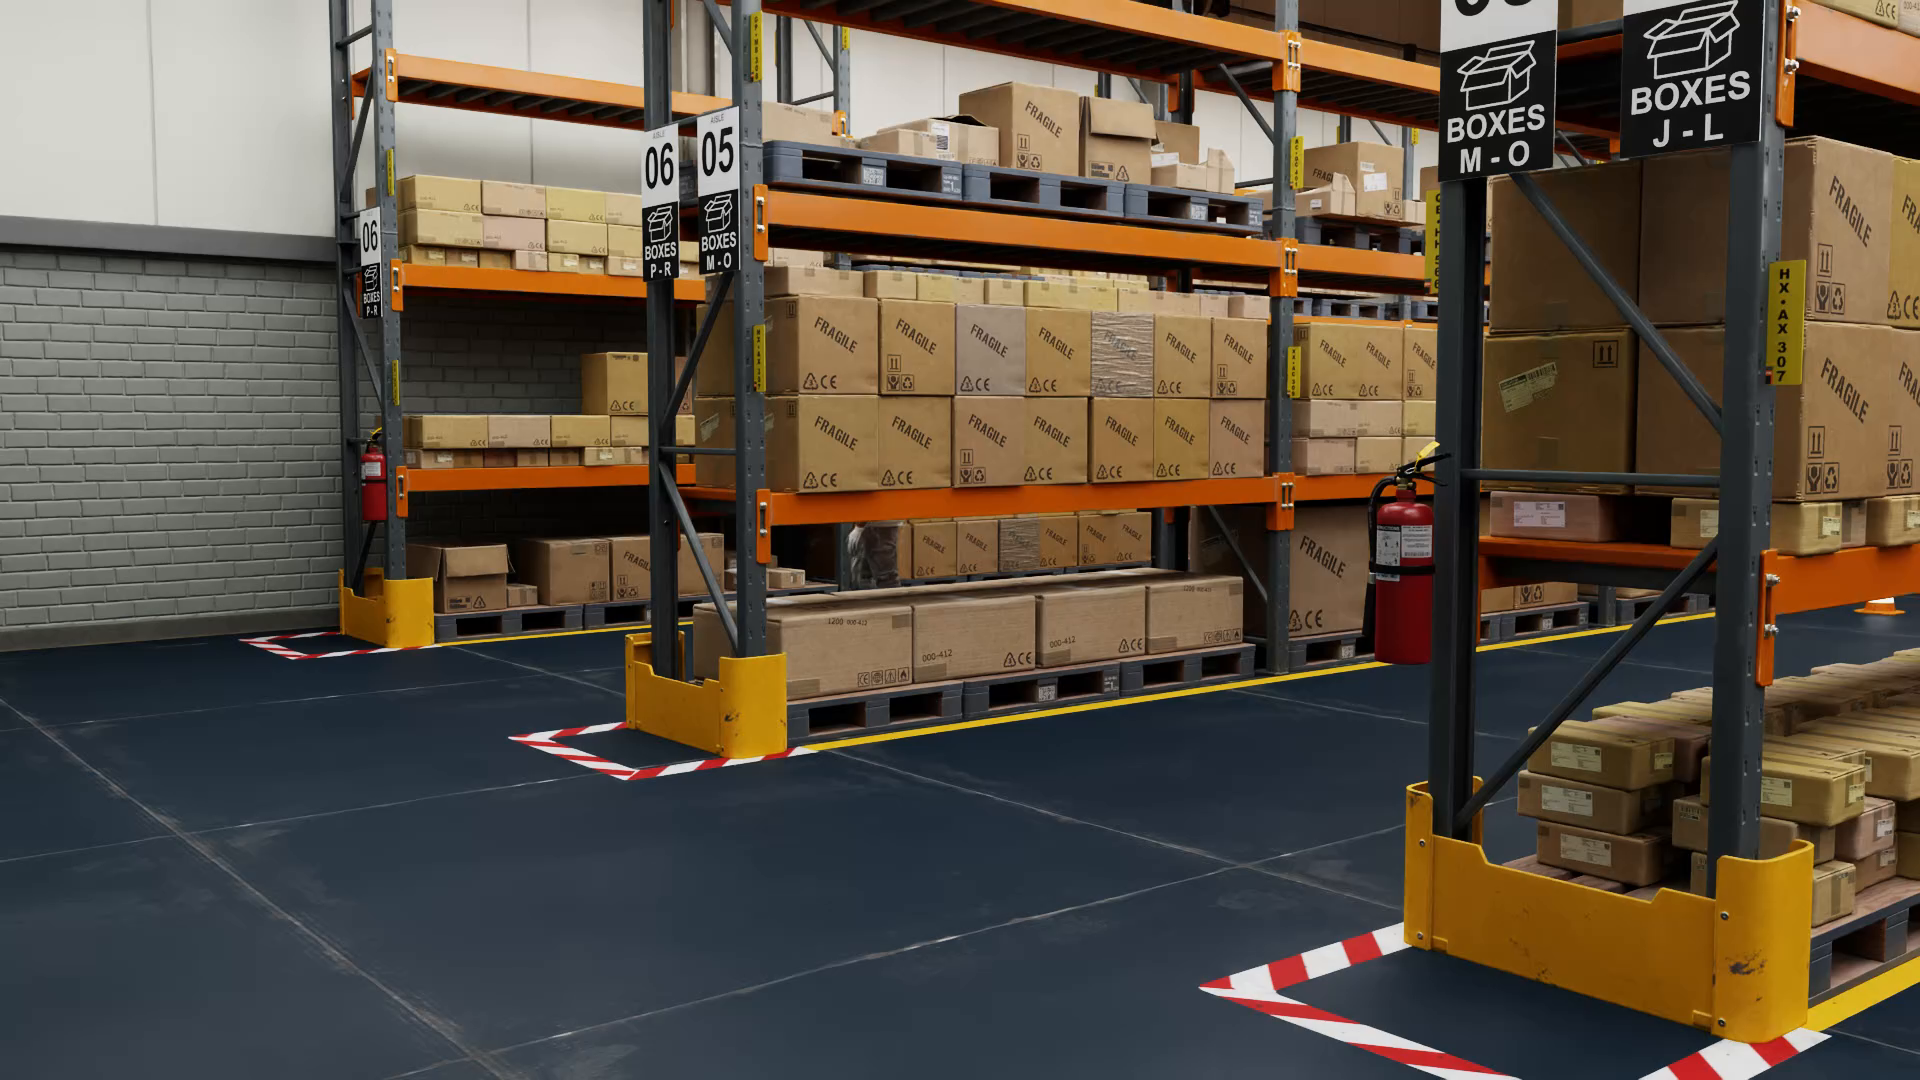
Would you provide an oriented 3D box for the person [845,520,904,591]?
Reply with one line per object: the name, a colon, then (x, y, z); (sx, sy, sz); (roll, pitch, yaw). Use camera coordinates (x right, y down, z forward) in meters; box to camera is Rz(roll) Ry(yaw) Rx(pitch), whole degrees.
person: (-0.571, -0.066, 11.628); (0.496, 1.803, 0.582); (0, 4, 0)
